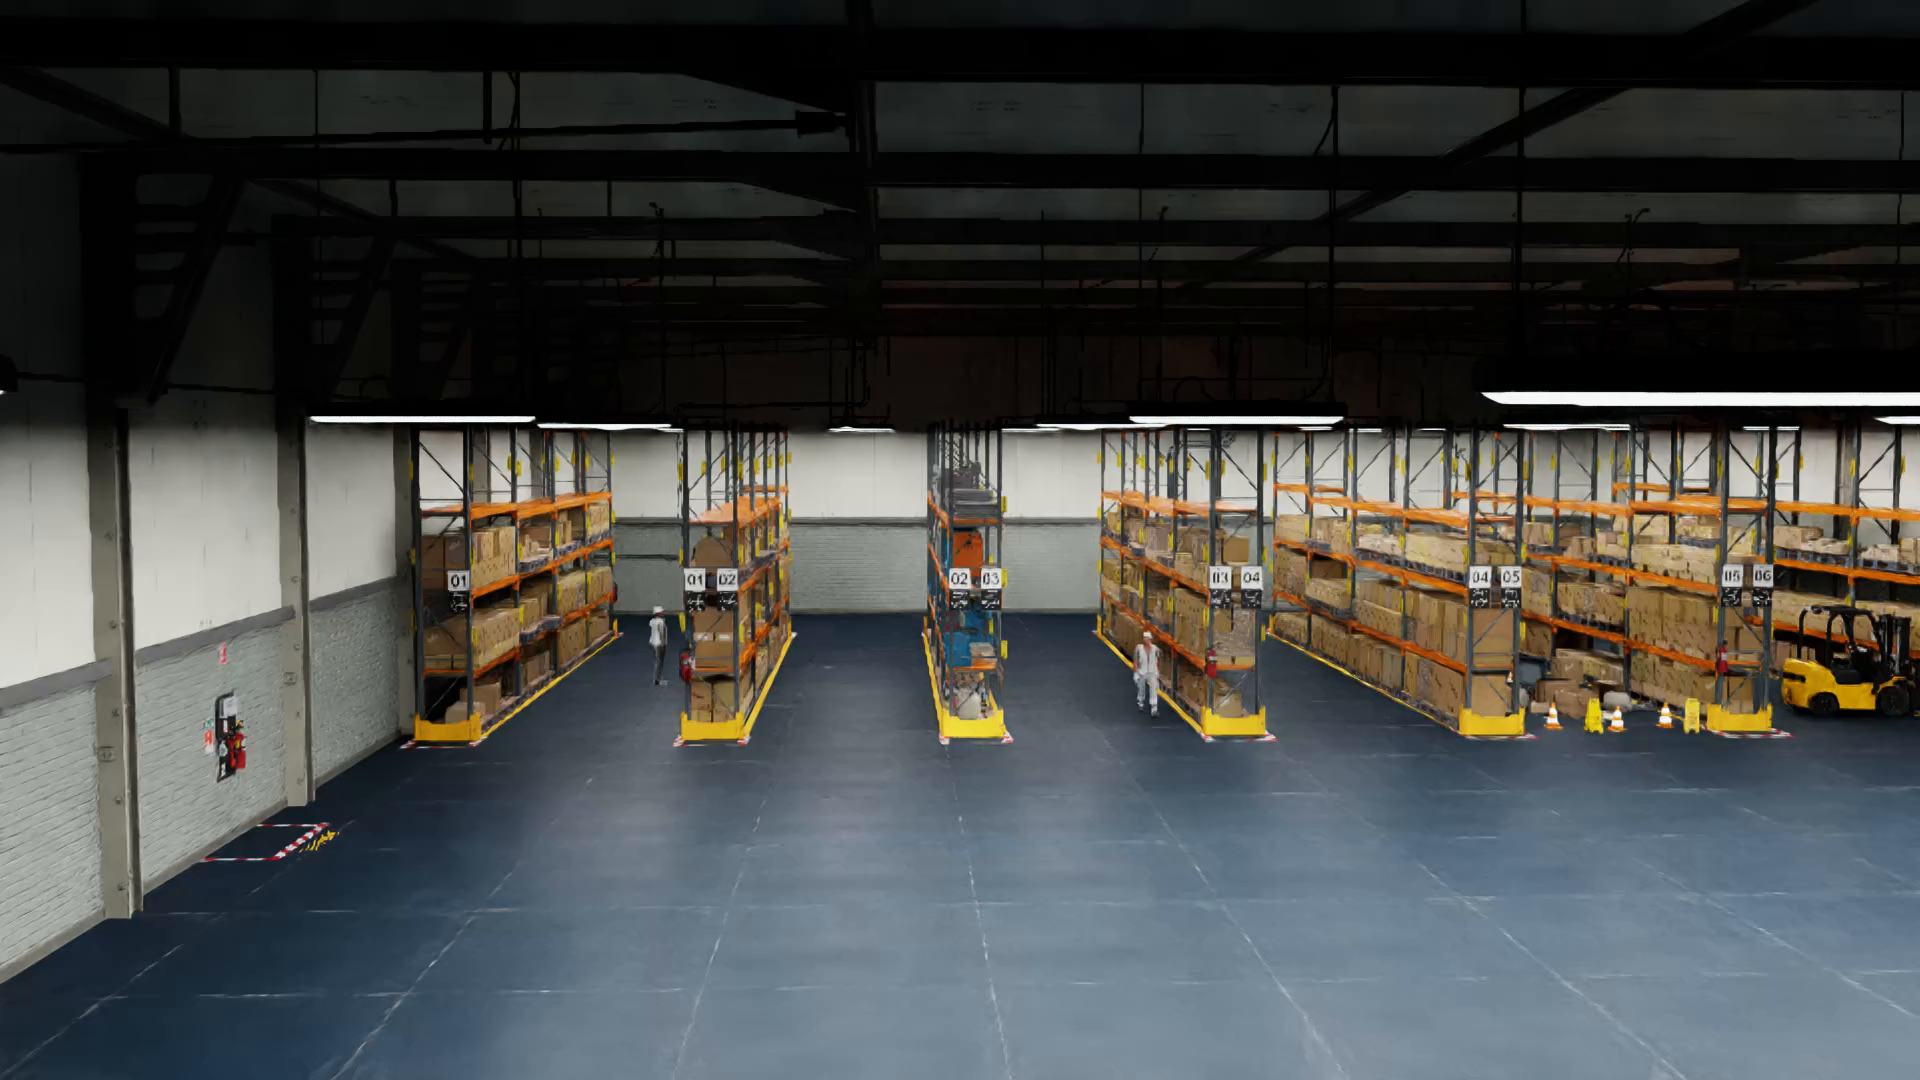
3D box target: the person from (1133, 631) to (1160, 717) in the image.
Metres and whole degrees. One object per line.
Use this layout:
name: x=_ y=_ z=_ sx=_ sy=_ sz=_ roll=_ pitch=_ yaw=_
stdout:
person: x=3.795 y=2.692 z=33.756 sx=0.553 sy=1.709 sz=1.123 roll=0 pitch=4 yaw=0

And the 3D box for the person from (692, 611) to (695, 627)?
person: x=-6.821 y=2.119 z=43.850 sx=0.479 sy=1.567 sz=1.090 roll=0 pitch=4 yaw=0

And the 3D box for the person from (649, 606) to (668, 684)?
person: x=-6.850 y=2.387 z=38.017 sx=0.444 sy=1.775 sz=0.581 roll=-2 pitch=4 yaw=-33

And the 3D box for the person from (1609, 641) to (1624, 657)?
person: x=16.627 y=2.114 z=42.218 sx=0.636 sy=1.775 sz=0.676 roll=2 pitch=4 yaw=27
